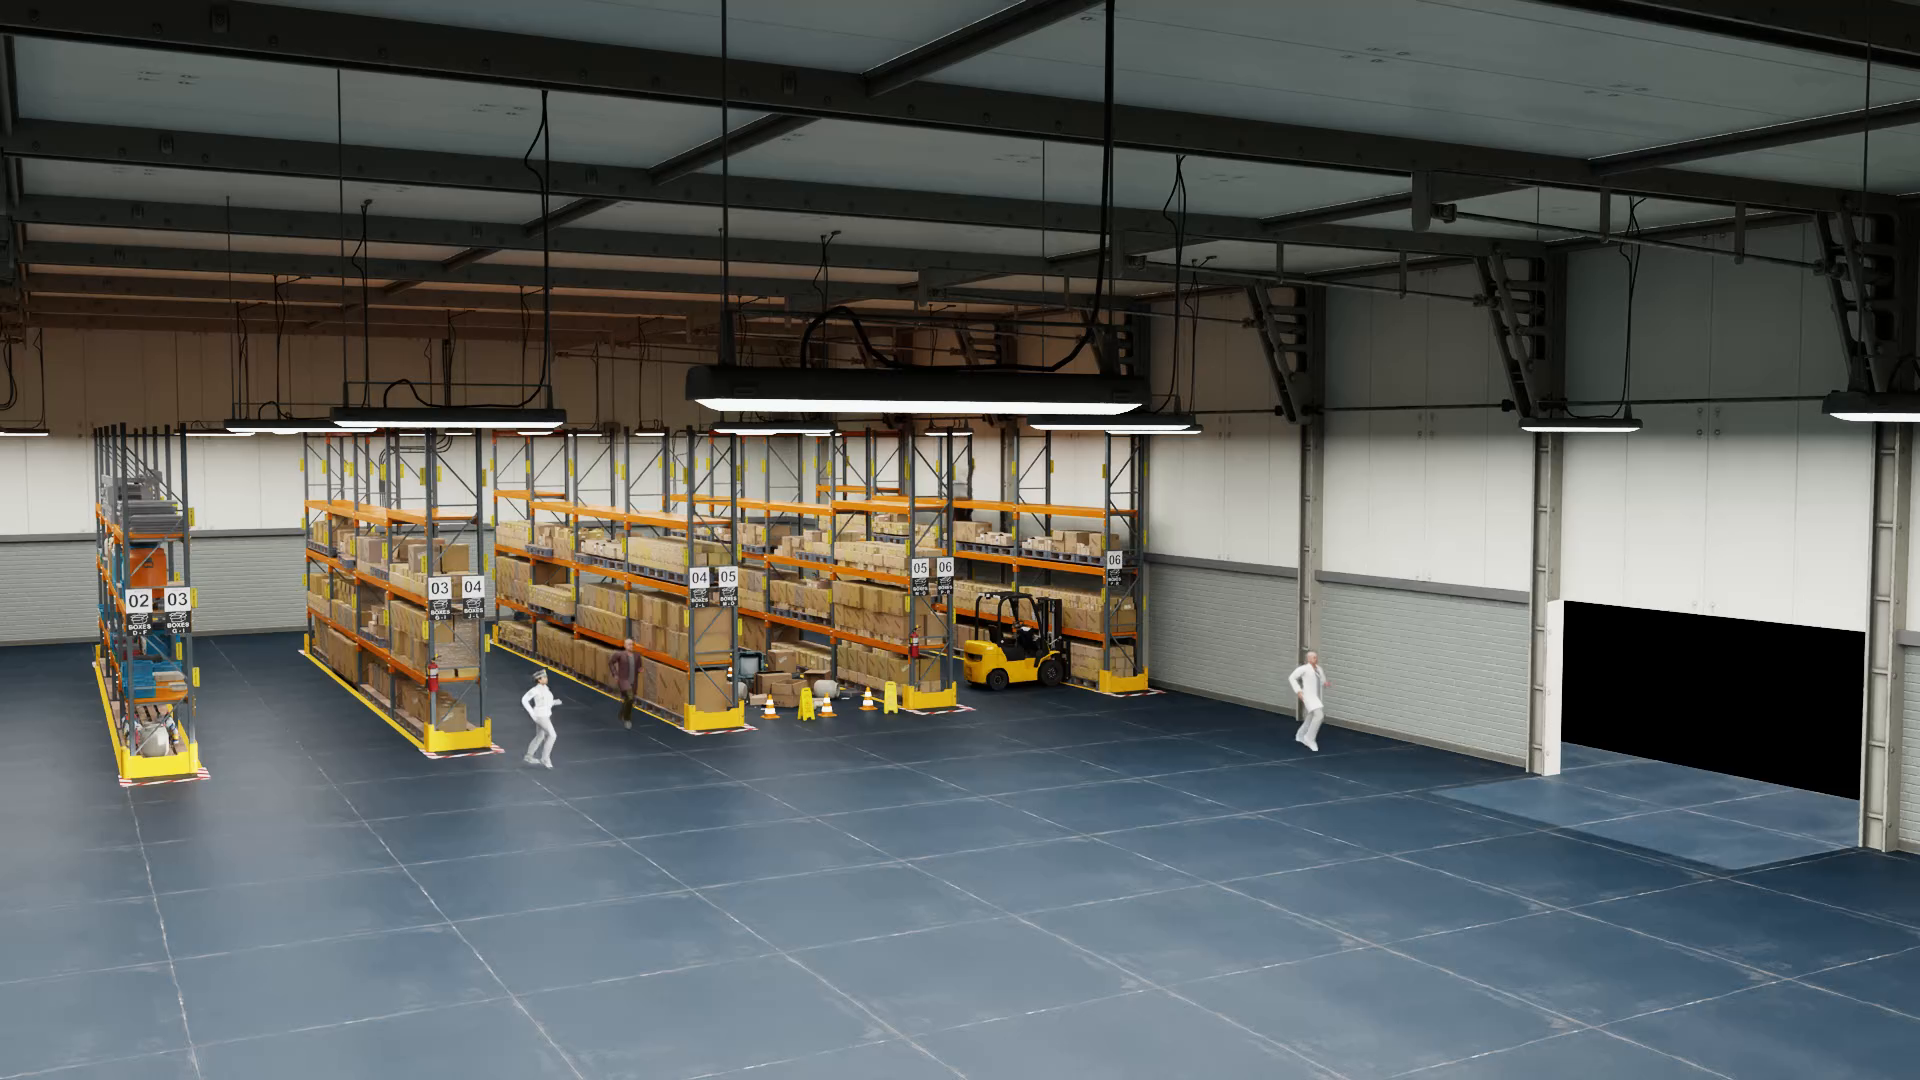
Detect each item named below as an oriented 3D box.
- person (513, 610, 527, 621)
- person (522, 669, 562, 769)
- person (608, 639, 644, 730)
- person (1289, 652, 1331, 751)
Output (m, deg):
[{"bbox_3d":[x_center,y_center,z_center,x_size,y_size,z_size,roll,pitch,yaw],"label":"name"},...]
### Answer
[{"bbox_3d":[-12.706,2.036,48.379,0.607,1.557,0.564,-2,4,-32],"label":"person"},{"bbox_3d":[-7.280,3.127,29.000,0.713,1.741,0.576,0,3,6],"label":"person"},{"bbox_3d":[-6.591,2.855,33.022,0.907,1.810,0.610,3,5,45],"label":"person"},{"bbox_3d":[6.522,2.977,30.774,0.671,1.823,0.798,-3,5,-43],"label":"person"}]
